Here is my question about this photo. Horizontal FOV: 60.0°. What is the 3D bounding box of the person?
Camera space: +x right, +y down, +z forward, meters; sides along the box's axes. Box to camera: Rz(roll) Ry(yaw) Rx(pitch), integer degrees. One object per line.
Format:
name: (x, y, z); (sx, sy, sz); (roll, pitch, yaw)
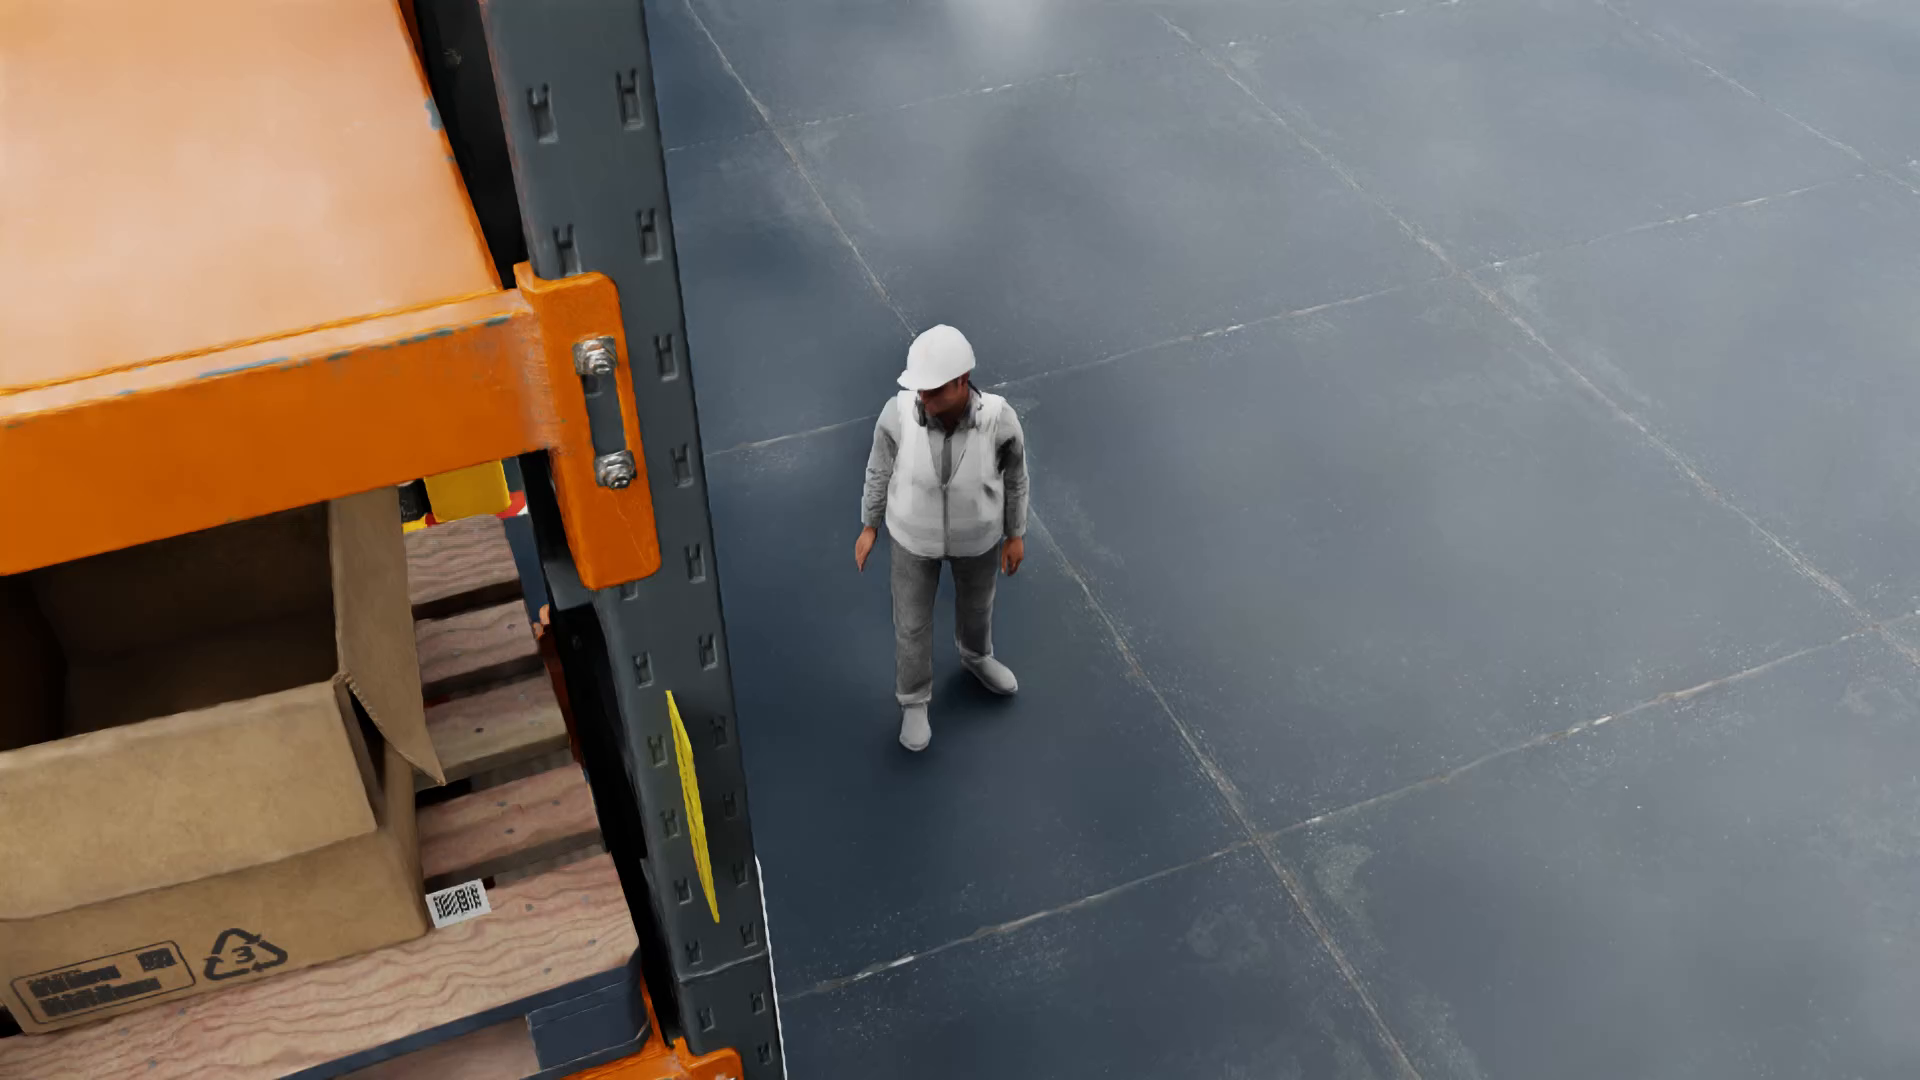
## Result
person: (-0.068, -0.004, 6.108); (0.640, 1.770, 0.578); (-2, 41, -2)
